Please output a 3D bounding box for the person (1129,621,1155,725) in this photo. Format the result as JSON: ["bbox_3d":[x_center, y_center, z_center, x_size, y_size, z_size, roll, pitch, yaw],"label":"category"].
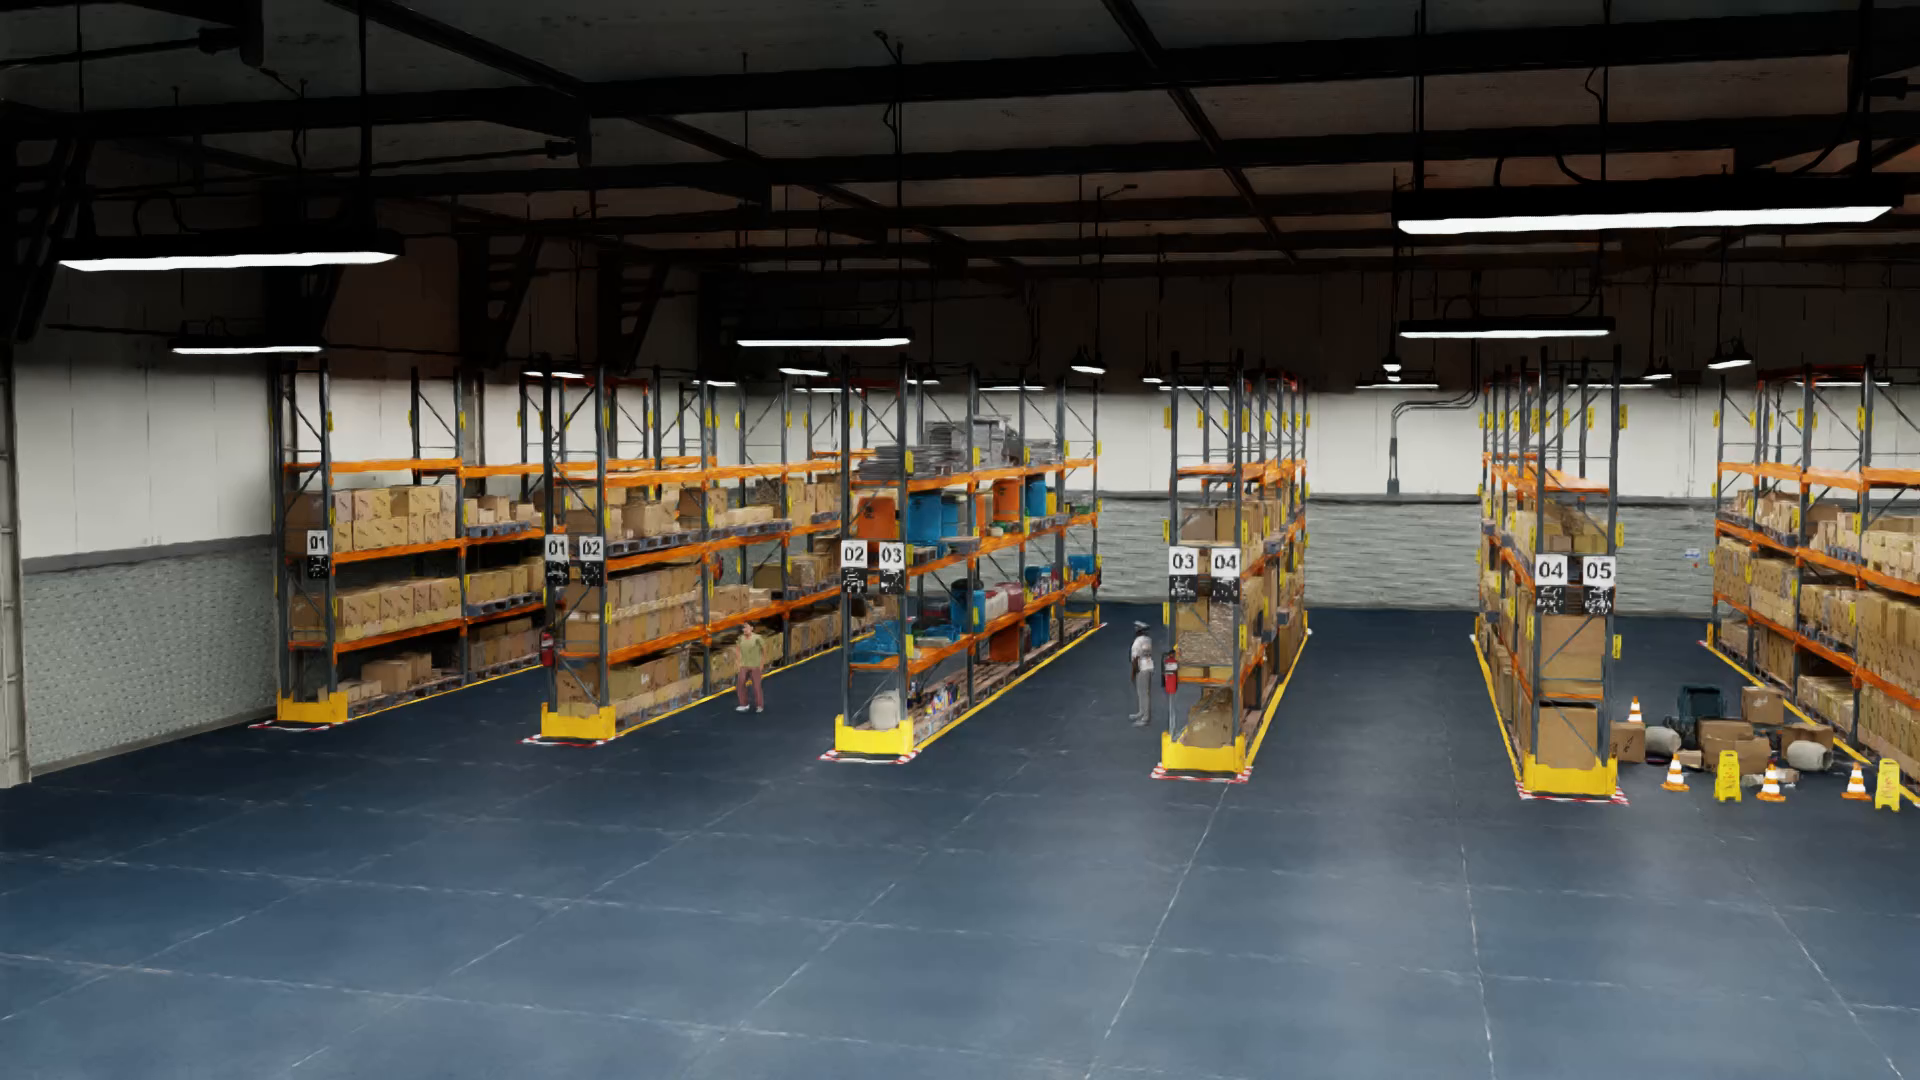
[{"bbox_3d":[2.990,2.181,27.483,0.532,1.668,0.566,3,5,34],"label":"person"}]

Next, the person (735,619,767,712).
[{"bbox_3d":[-3.584,2.153,28.492,0.598,1.619,0.507,1,4,14],"label":"person"}]
